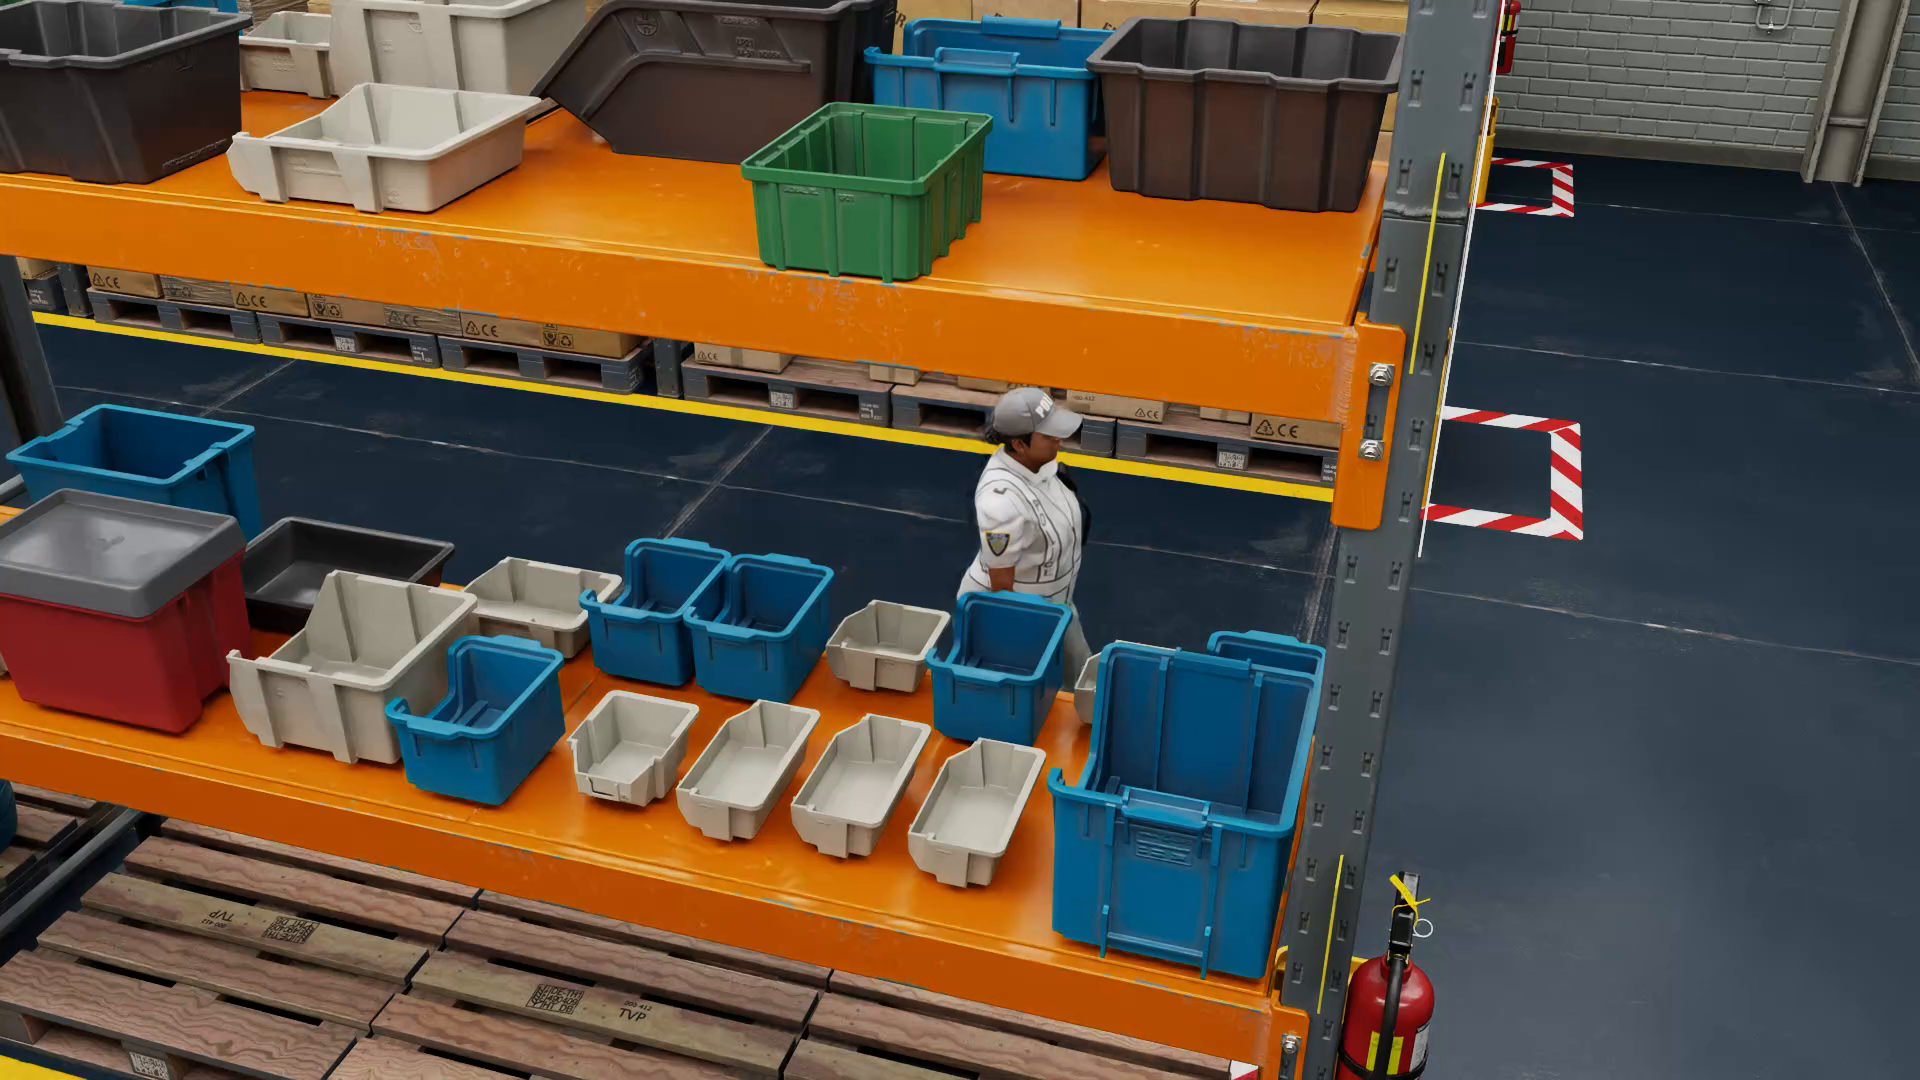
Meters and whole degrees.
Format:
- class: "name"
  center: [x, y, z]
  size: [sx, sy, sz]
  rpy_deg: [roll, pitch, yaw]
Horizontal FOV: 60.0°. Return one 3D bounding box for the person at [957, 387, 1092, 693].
- class: "person"
  center: [0.185, 0.228, 5.671]
  size: [0.479, 1.654, 0.486]
  rpy_deg: [11, 31, 18]
